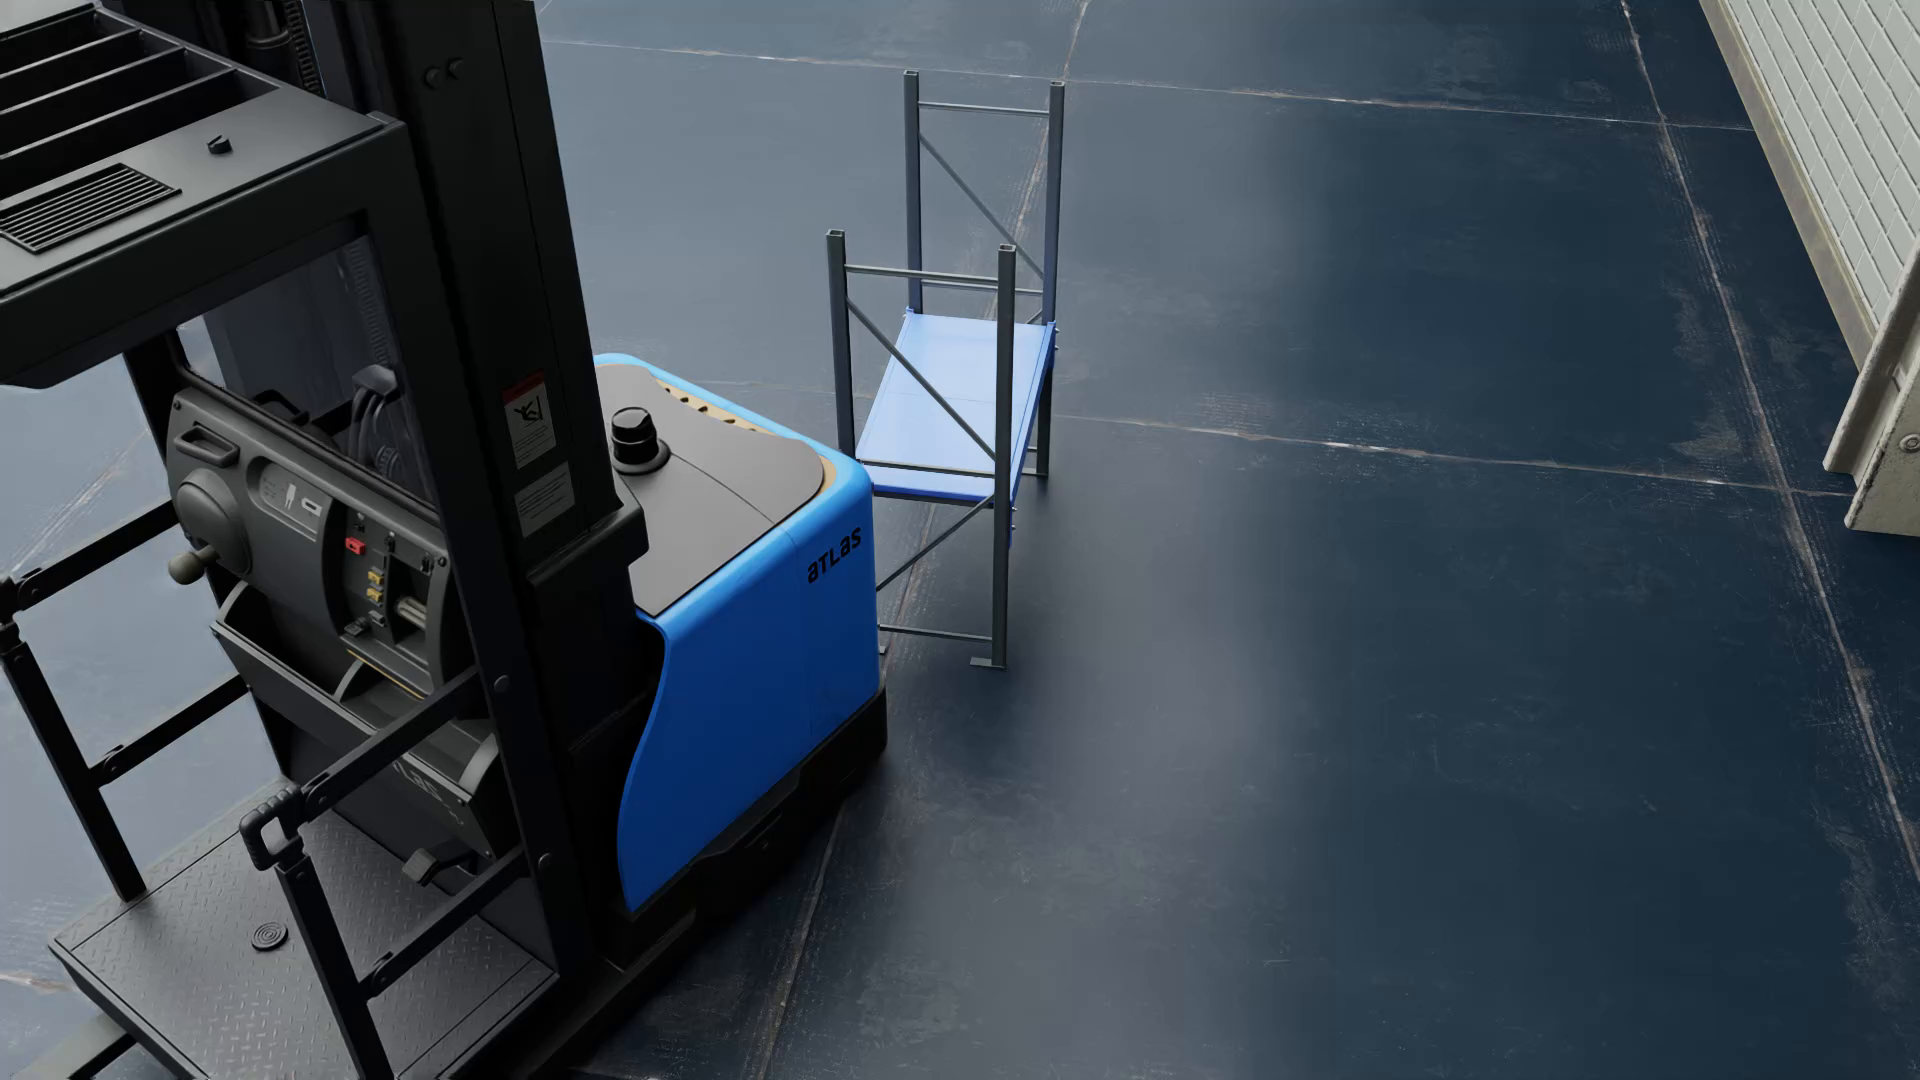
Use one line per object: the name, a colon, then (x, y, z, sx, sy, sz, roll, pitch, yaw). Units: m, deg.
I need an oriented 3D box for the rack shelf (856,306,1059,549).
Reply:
rack shelf: (-0.015, -0.386, 5.322, 0.538, 0.185, 1.000, 6, 40, 8)

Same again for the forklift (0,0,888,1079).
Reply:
forklift: (-1.499, 0.076, 3.357, 1.130, 2.935, 3.031, 25, 46, 27)

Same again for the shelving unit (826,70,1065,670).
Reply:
shelving unit: (-0.015, -0.524, 5.207, 0.538, 1.500, 1.048, 6, 40, 8)

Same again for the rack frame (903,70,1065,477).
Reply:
rack frame: (0.073, -0.844, 5.593, 0.500, 1.500, 0.032, 6, 40, 8)

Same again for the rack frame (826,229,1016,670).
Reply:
rack frame: (-0.103, -0.205, 4.821, 0.500, 1.500, 0.032, 6, 40, 8)
